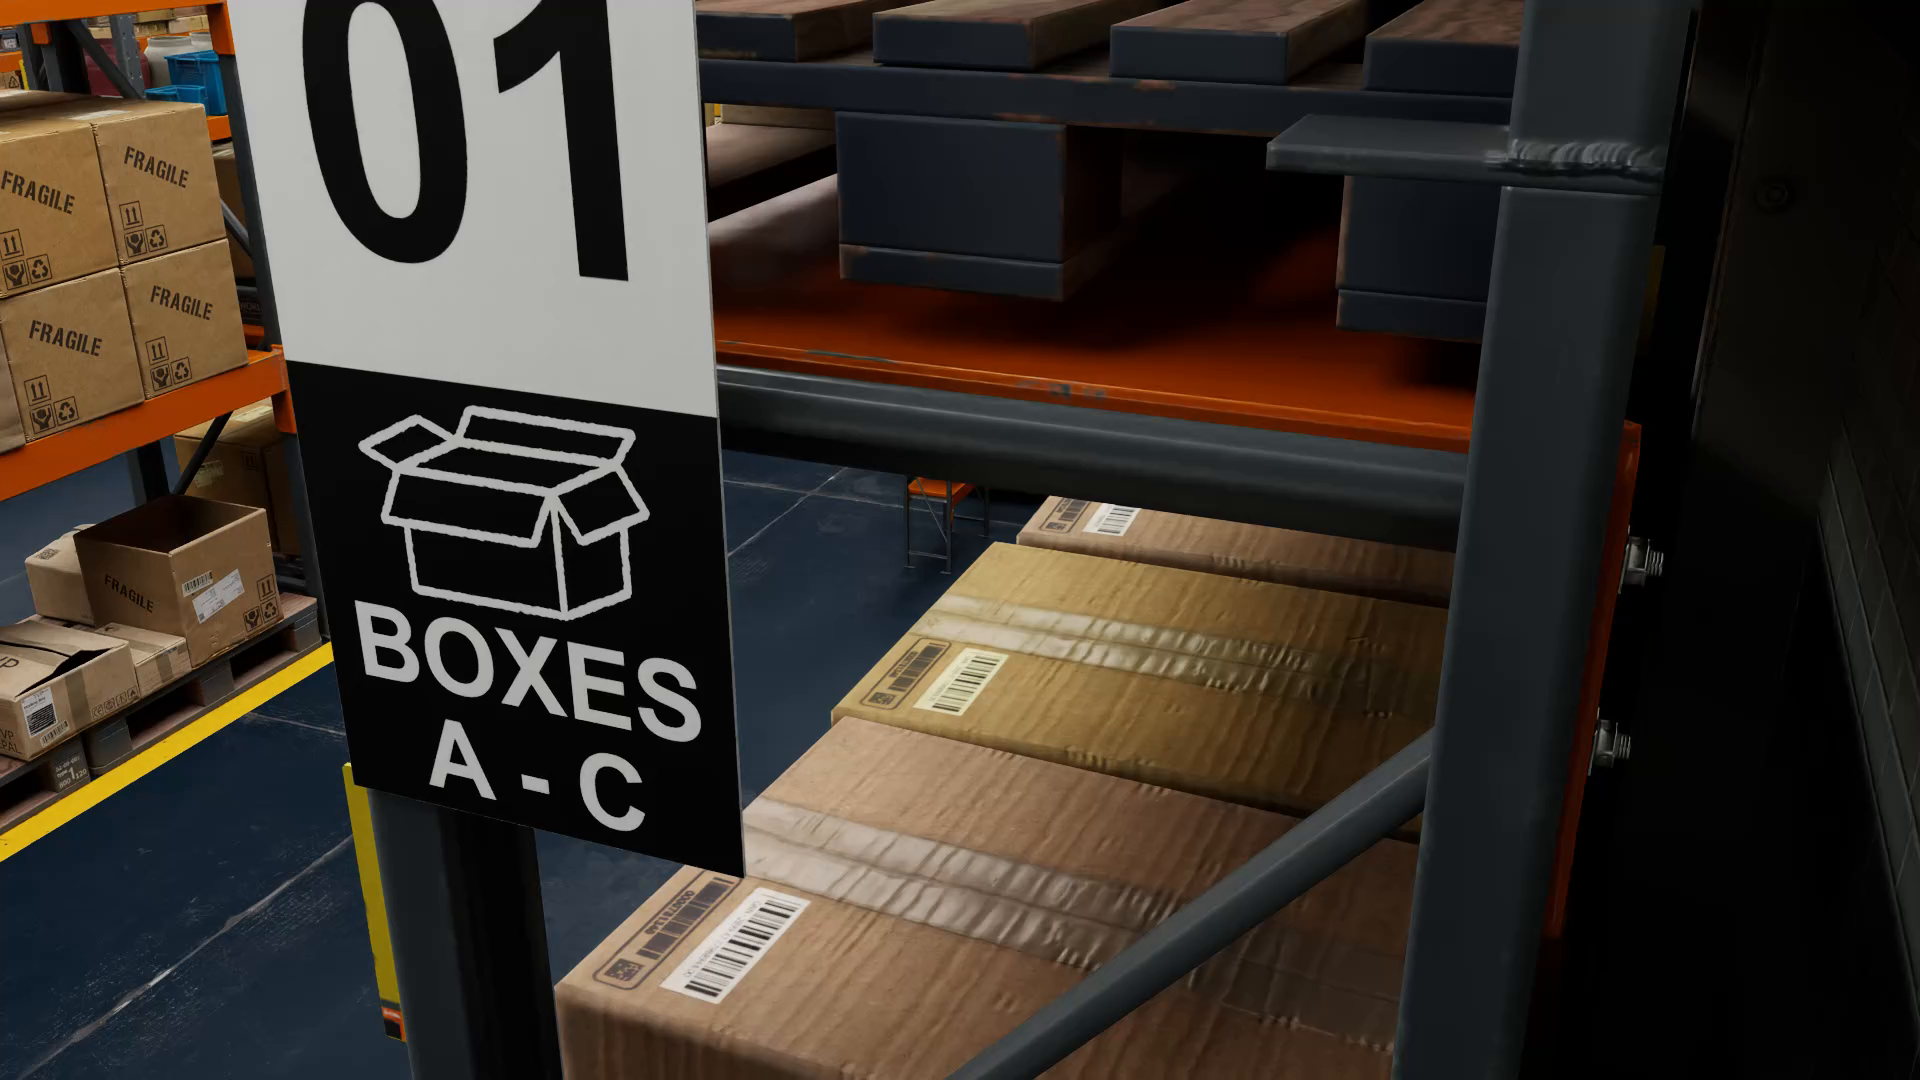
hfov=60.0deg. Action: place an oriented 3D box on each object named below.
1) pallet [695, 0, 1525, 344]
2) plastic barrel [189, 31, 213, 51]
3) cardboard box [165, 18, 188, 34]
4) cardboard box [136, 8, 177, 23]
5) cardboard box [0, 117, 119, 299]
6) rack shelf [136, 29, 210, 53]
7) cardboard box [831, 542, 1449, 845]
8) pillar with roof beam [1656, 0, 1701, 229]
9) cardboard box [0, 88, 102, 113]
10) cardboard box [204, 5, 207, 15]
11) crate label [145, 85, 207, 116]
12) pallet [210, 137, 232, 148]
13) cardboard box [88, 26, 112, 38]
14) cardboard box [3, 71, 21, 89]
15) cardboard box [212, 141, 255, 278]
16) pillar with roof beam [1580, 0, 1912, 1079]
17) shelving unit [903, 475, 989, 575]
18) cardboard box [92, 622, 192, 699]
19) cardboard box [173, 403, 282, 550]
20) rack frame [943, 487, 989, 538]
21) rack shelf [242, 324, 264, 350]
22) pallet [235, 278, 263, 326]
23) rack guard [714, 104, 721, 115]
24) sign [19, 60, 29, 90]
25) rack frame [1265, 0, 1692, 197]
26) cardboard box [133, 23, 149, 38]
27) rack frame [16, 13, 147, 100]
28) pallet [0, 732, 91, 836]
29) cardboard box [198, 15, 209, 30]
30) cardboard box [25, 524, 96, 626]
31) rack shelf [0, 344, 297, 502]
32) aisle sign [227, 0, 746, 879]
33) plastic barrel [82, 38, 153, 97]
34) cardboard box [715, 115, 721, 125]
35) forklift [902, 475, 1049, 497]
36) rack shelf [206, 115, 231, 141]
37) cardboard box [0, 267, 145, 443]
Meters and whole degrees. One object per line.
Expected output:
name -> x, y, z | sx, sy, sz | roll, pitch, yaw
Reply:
pallet -> 0.214, -0.511, 1.804 | 1.003, 0.211, 1.213 | 9, 24, 20
plastic barrel -> -5.938, -3.783, 13.269 | 0.421, 0.512, 0.421 | 0, 23, 0
cardboard box -> -8.645, -5.596, 18.080 | 0.380, 0.149, 0.250 | 9, 24, 20
cardboard box -> -8.948, -5.832, 17.804 | 0.875, 0.500, 0.500 | 9, 24, 20
cardboard box -> -3.302, -1.146, 5.674 | 0.500, 0.500, 0.500 | 8, 24, 19
rack shelf -> -8.648, -5.706, 18.952 | 1.077, 0.370, 4.000 | 9, 24, 20
cardboard box -> 0.388, 0.515, 2.736 | 0.980, 0.700, 0.700 | 9, 24, 20
pillar with roof beam -> 2.437, -7.636, 14.857 | 9.100, 9.000, 0.400 | 9, 24, 20
cardboard box -> -3.603, -1.419, 6.328 | 0.500, 0.500, 0.500 | 9, 24, 21
cardboard box -> -8.632, -6.198, 18.681 | 0.875, 0.500, 0.500 | 9, 24, 20
crate label -> -5.774, -3.202, 12.240 | 0.303, 0.233, 0.416 | 9, 24, 20
pallet -> -8.723, -4.719, 19.274 | 1.003, 0.211, 1.213 | 9, 24, 20
cardboard box -> -9.032, -5.240, 17.229 | 0.380, 0.149, 0.250 | 9, 24, 20
cardboard box -> -12.664, -6.461, 22.038 | 0.875, 0.875, 0.875 | 9, 24, 20
cardboard box -> -2.783, -1.417, 7.077 | 0.700, 0.500, 0.500 | 1, 23, 2
pillar with roof beam -> -2.020, -3.342, 4.576 | 9.100, 9.000, 0.400 | 9, 24, 20
shelving unit -> -0.062, -0.494, 7.877 | 0.258, 1.200, 0.503 | 9, 24, 20
cardboard box -> -3.199, 0.460, 6.385 | 0.380, 0.149, 0.250 | 9, 24, 20
cardboard box -> -3.250, -0.307, 7.766 | 0.500, 0.500, 0.500 | 9, 24, 20
rack frame -> 0.029, -0.582, 8.086 | 0.240, 1.200, 0.015 | 9, 24, 20
rack shelf -> -2.424, -1.424, 8.700 | 1.077, 0.370, 4.000 | 9, 24, 20
pallet -> -2.769, -1.222, 7.532 | 1.003, 0.211, 1.213 | 9, 24, 20
rack guard -> -3.292, -4.857, 19.230 | 1.175, 0.500, 0.348 | 9, 24, 20
sign -> -6.792, -3.333, 12.126 | 0.100, 0.325, 0.005 | 9, 24, 20
rack frame -> -0.052, -1.669, 0.570 | 1.000, 3.000, 0.127 | 9, 24, 20
cardboard box -> -8.860, -5.421, 17.663 | 0.380, 0.149, 0.250 | 9, 24, 20
rack frame -> -6.279, -3.182, 11.975 | 1.000, 3.000, 0.127 | 9, 24, 20
pallet -> -3.874, 0.931, 5.748 | 1.003, 0.211, 1.213 | 9, 24, 20
cardboard box -> -8.487, -5.779, 18.519 | 0.380, 0.149, 0.250 | 9, 24, 20
cardboard box -> -3.524, 0.117, 6.996 | 0.500, 0.311, 0.500 | 9, 24, 20
rack shelf -> -3.910, 0.008, 5.273 | 1.077, 0.370, 4.000 | 9, 24, 20
aisle sign -> -0.357, -0.117, 1.266 | 0.394, 0.787, 0.004 | 9, 24, 20
plastic barrel -> -6.387, -3.454, 12.451 | 0.600, 0.536, 0.708 | 9, 24, 20
cardboard box -> -1.505, -2.554, 10.588 | 0.500, 0.311, 0.500 | 10, 25, 23
forklift -> 0.621, -2.102, 9.479 | 1.130, 2.935, 3.031 | 7, 24, 16
rack shelf -> -5.536, -3.565, 13.827 | 1.077, 0.370, 4.000 | 9, 24, 20
cardboard box -> -3.304, -0.686, 5.870 | 0.500, 0.500, 0.500 | 9, 24, 22
